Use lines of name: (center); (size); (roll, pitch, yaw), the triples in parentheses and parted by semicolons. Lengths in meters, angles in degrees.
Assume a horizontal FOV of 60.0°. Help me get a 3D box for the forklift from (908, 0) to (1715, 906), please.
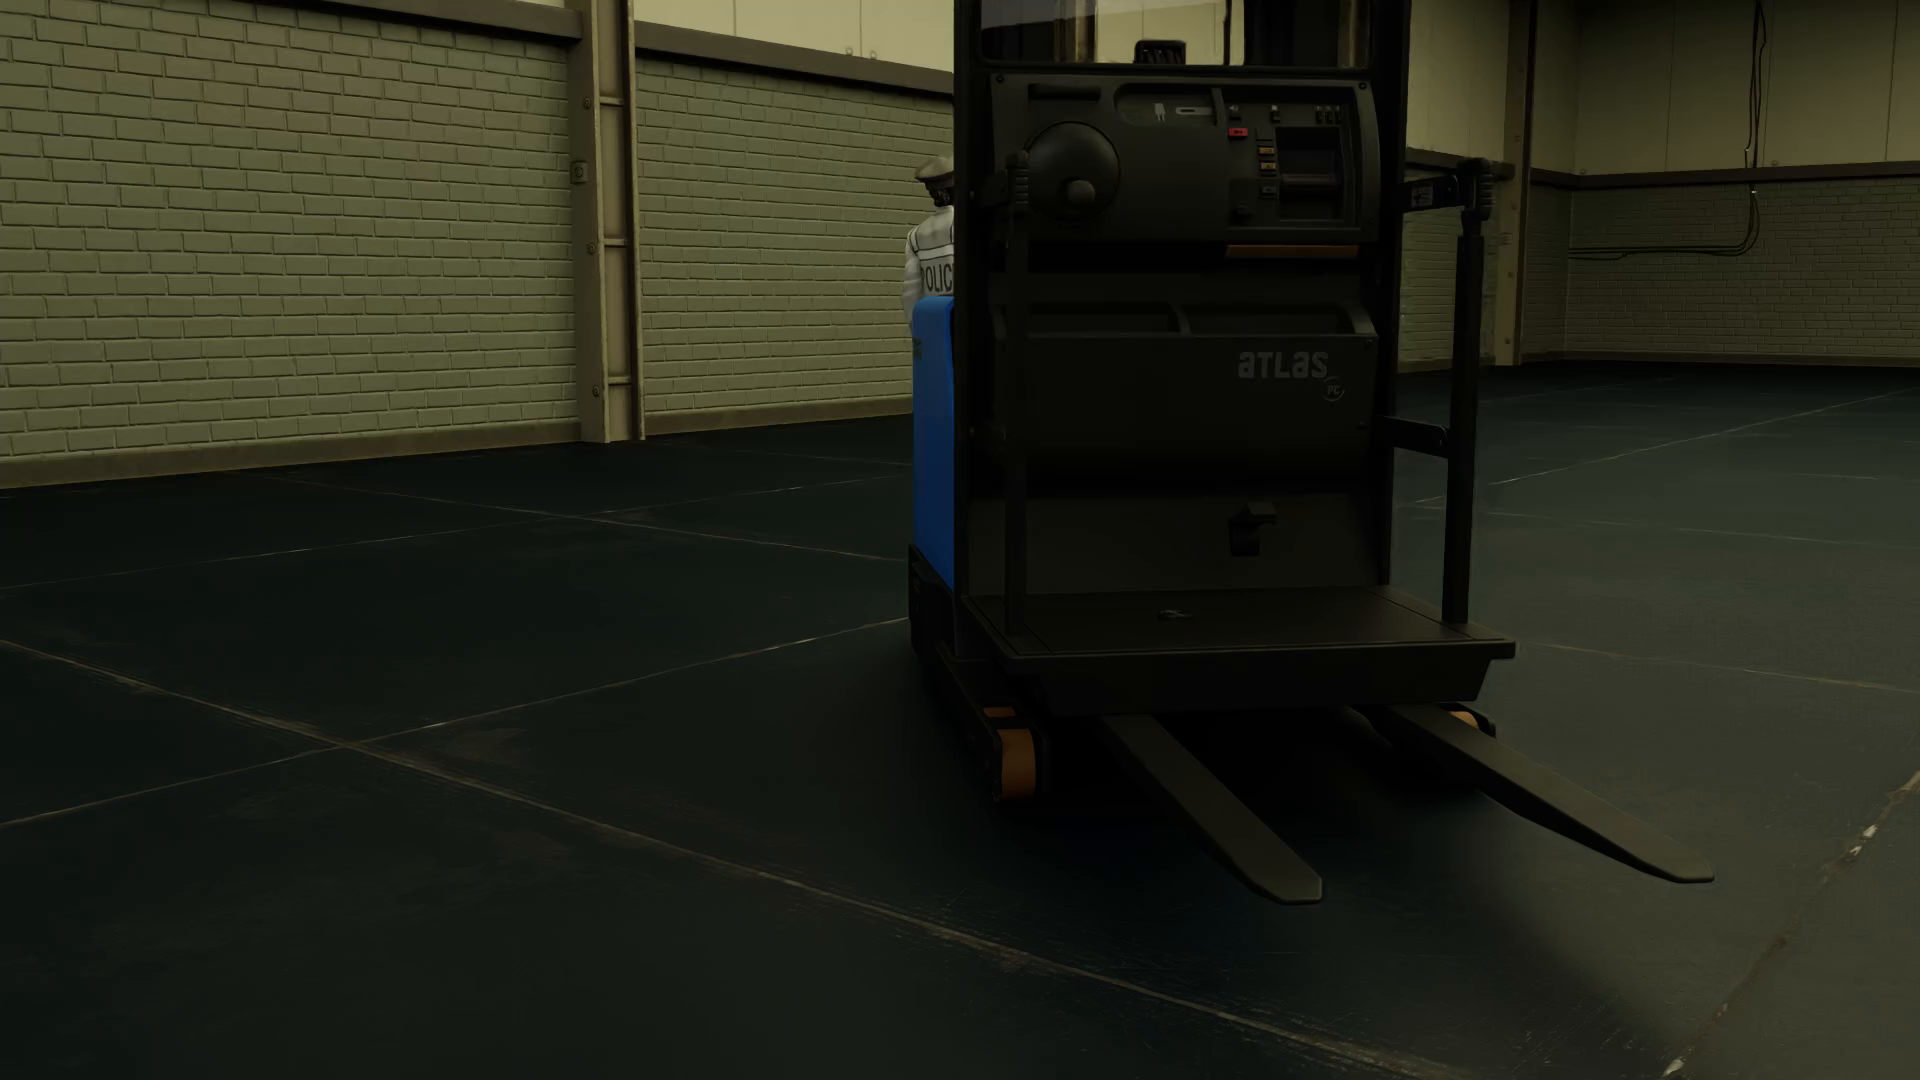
forklift: (0.566, -0.940, 3.709); (1.130, 2.935, 3.031); (-1, 8, -8)

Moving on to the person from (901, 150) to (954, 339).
person: (0.049, -0.853, 7.330); (0.586, 1.694, 0.530); (7, 11, 38)
